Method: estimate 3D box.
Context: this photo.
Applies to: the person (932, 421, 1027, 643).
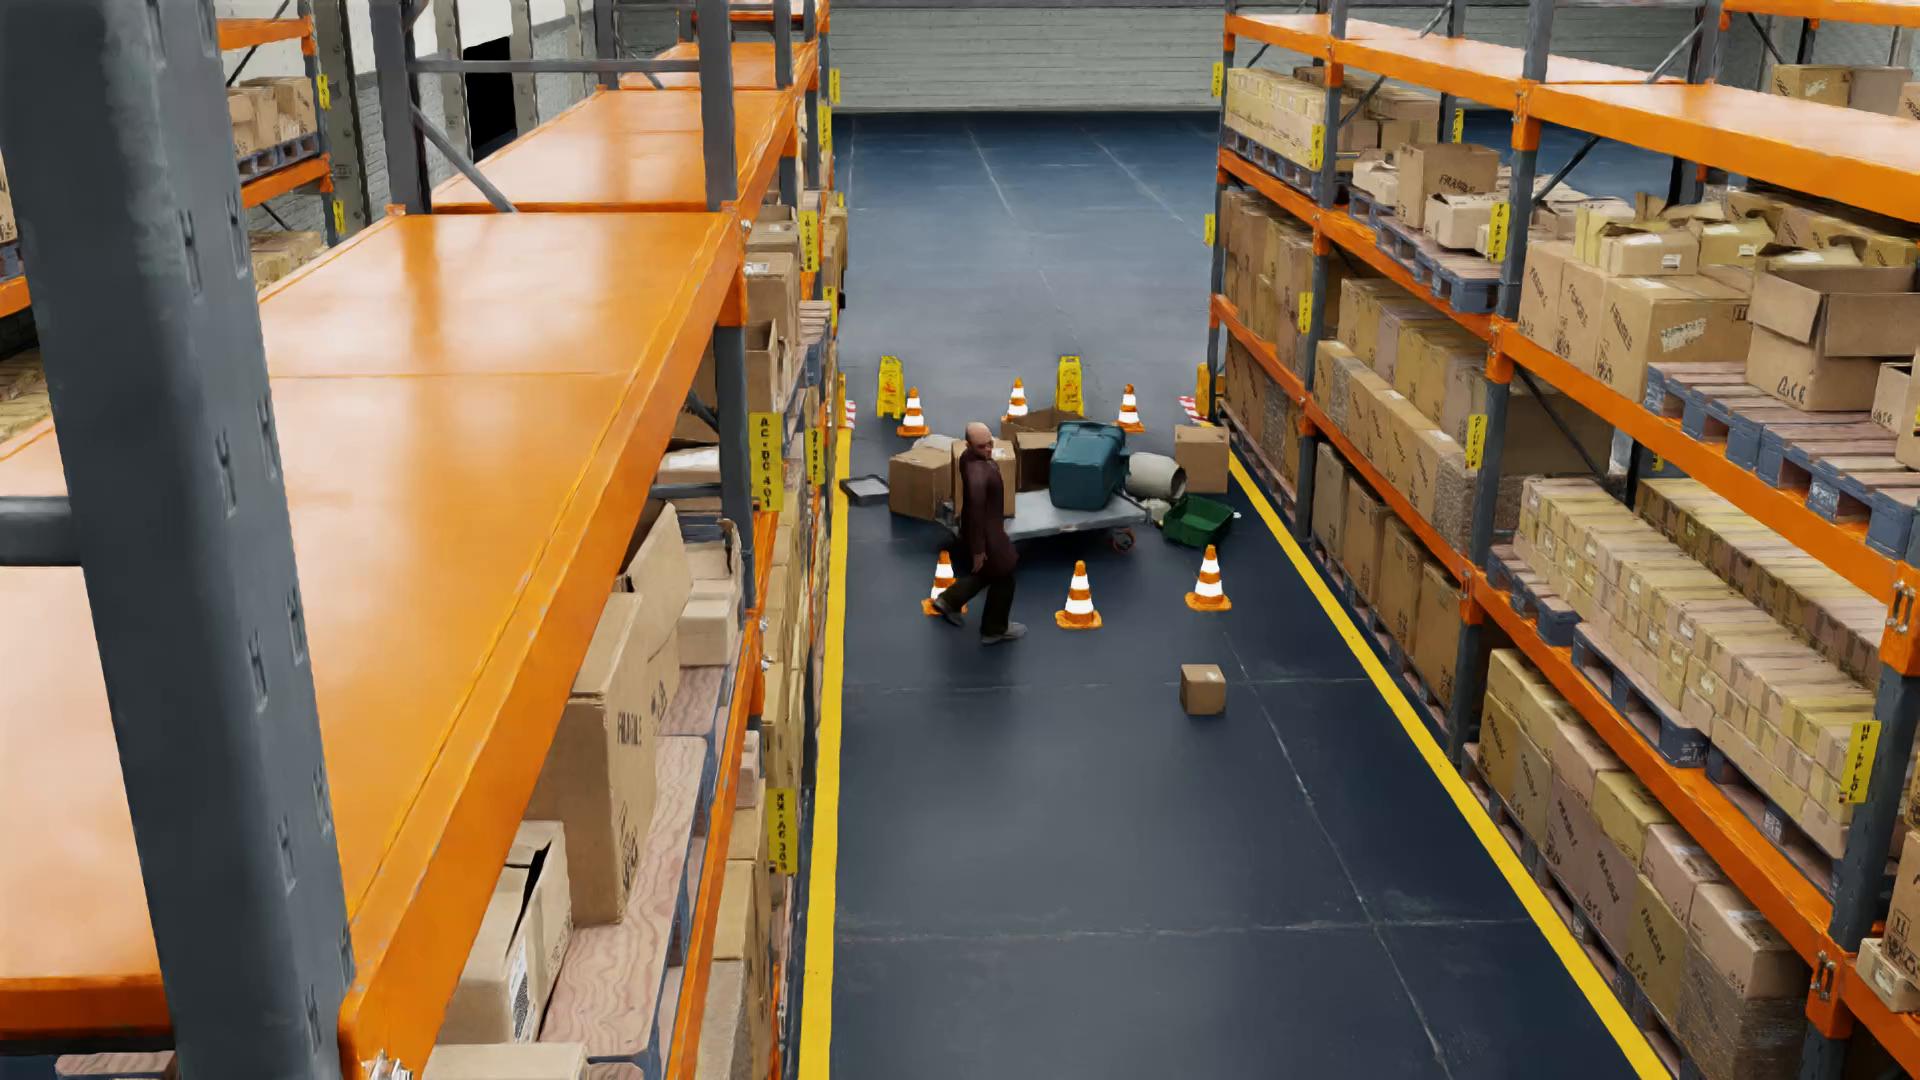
[{"bbox_3d":[0.175,-0.031,11.748,0.714,1.732,0.632,-3,20,-9],"label":"person"}]
